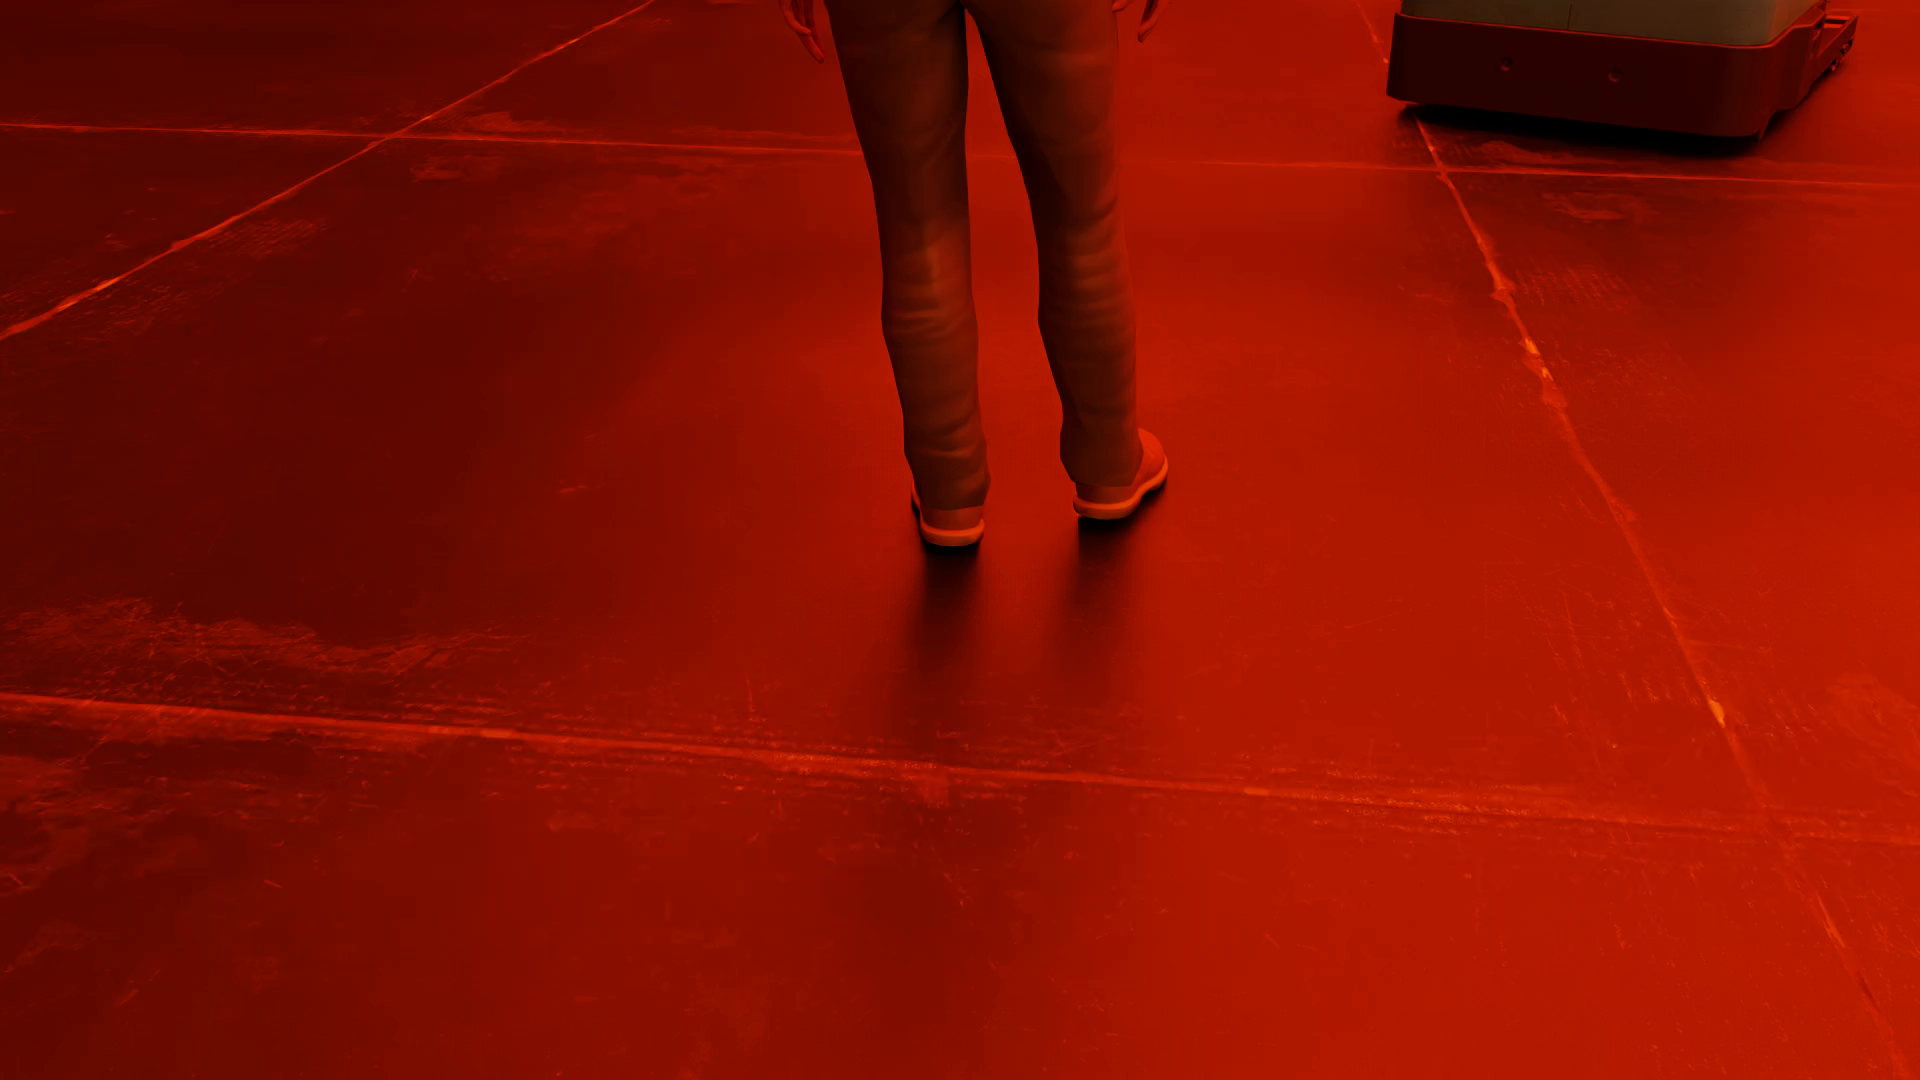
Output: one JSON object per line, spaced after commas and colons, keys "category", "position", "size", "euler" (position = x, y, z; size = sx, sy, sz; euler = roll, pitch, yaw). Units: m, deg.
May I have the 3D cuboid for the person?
{"category": "person", "position": [0.031, -0.785, 2.203], "size": [0.569, 1.656, 0.503], "euler": [3, 27, 7]}

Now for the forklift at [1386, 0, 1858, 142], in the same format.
{"category": "forklift", "position": [2.513, -3.024, 5.279], "size": [1.130, 2.935, 3.031], "euler": [16, 31, 29]}
